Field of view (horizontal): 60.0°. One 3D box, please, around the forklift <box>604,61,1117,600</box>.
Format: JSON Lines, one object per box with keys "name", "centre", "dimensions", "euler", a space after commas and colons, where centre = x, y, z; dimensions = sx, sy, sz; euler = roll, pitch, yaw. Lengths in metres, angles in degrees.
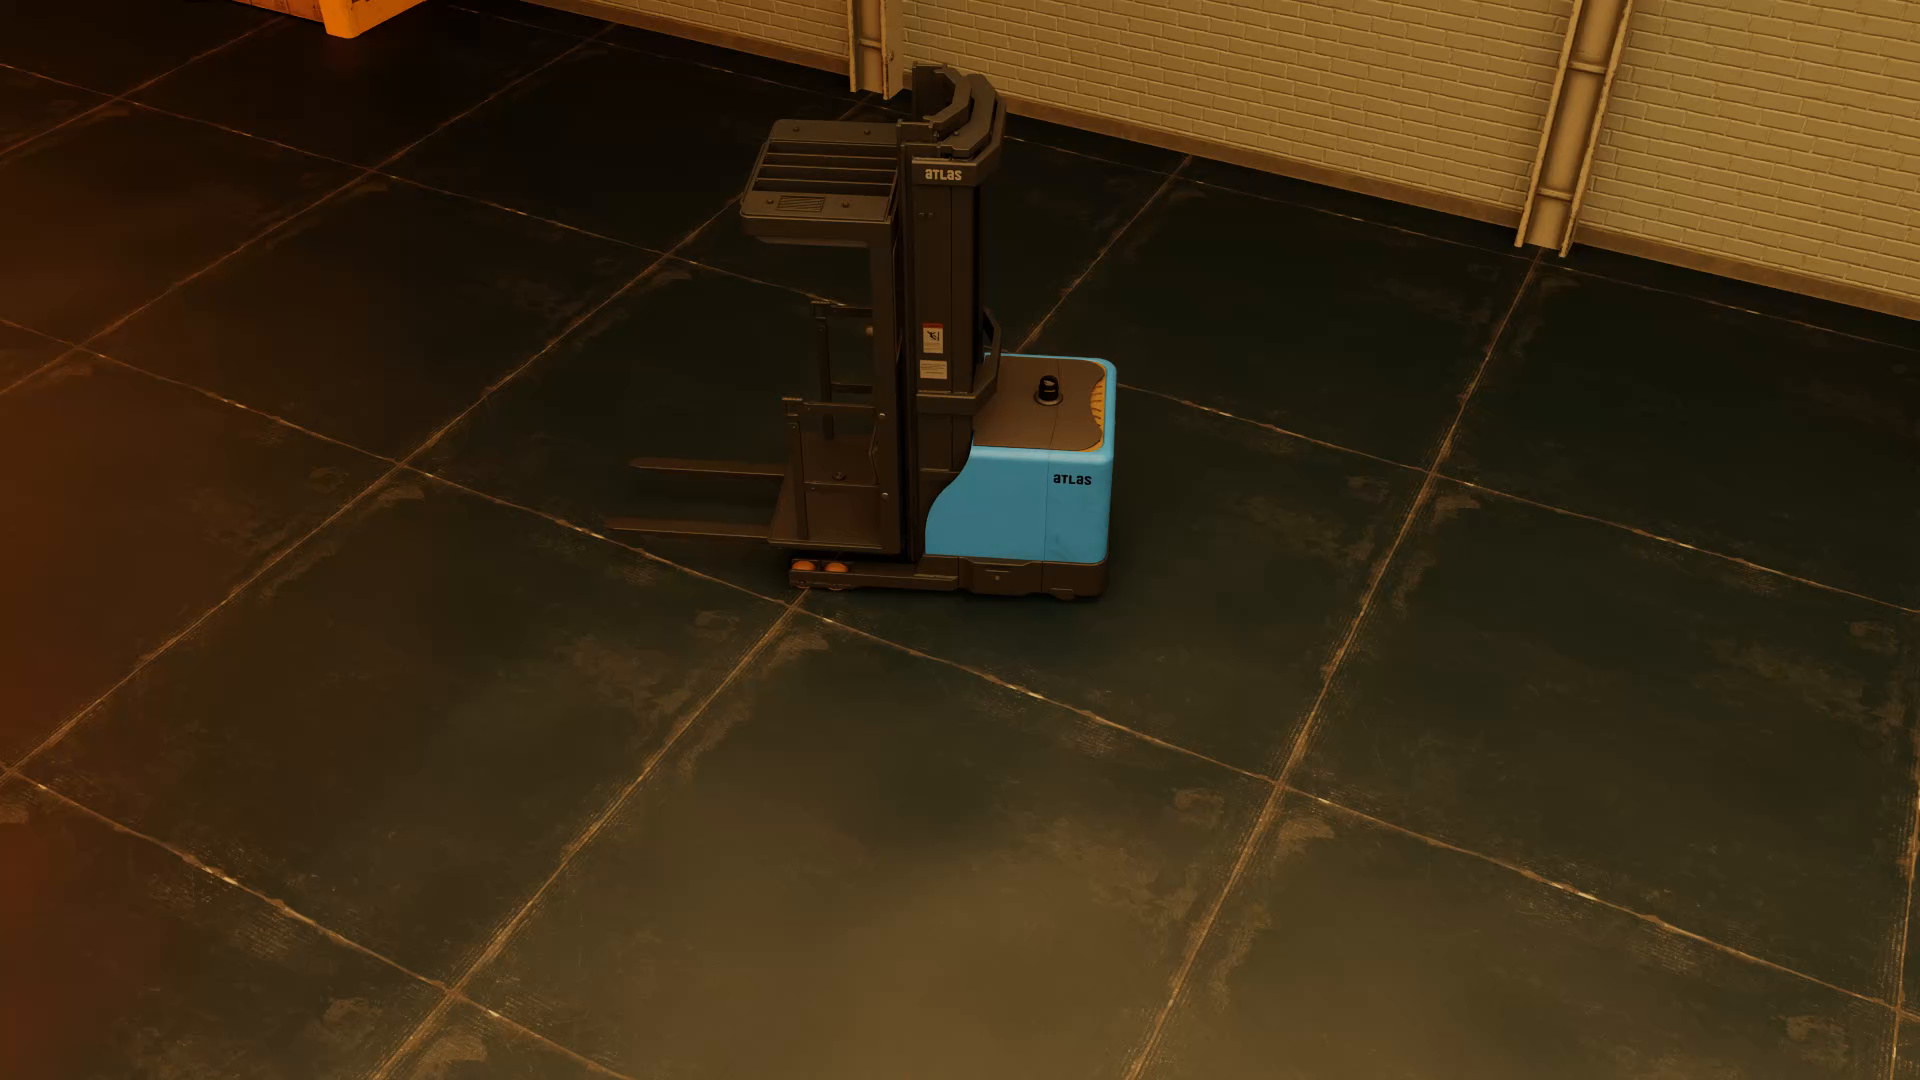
{"name": "forklift", "centre": [-0.606, -1.157, 9.360], "dimensions": [3.031, 2.935, 1.130], "euler": [3, 40, 4]}
